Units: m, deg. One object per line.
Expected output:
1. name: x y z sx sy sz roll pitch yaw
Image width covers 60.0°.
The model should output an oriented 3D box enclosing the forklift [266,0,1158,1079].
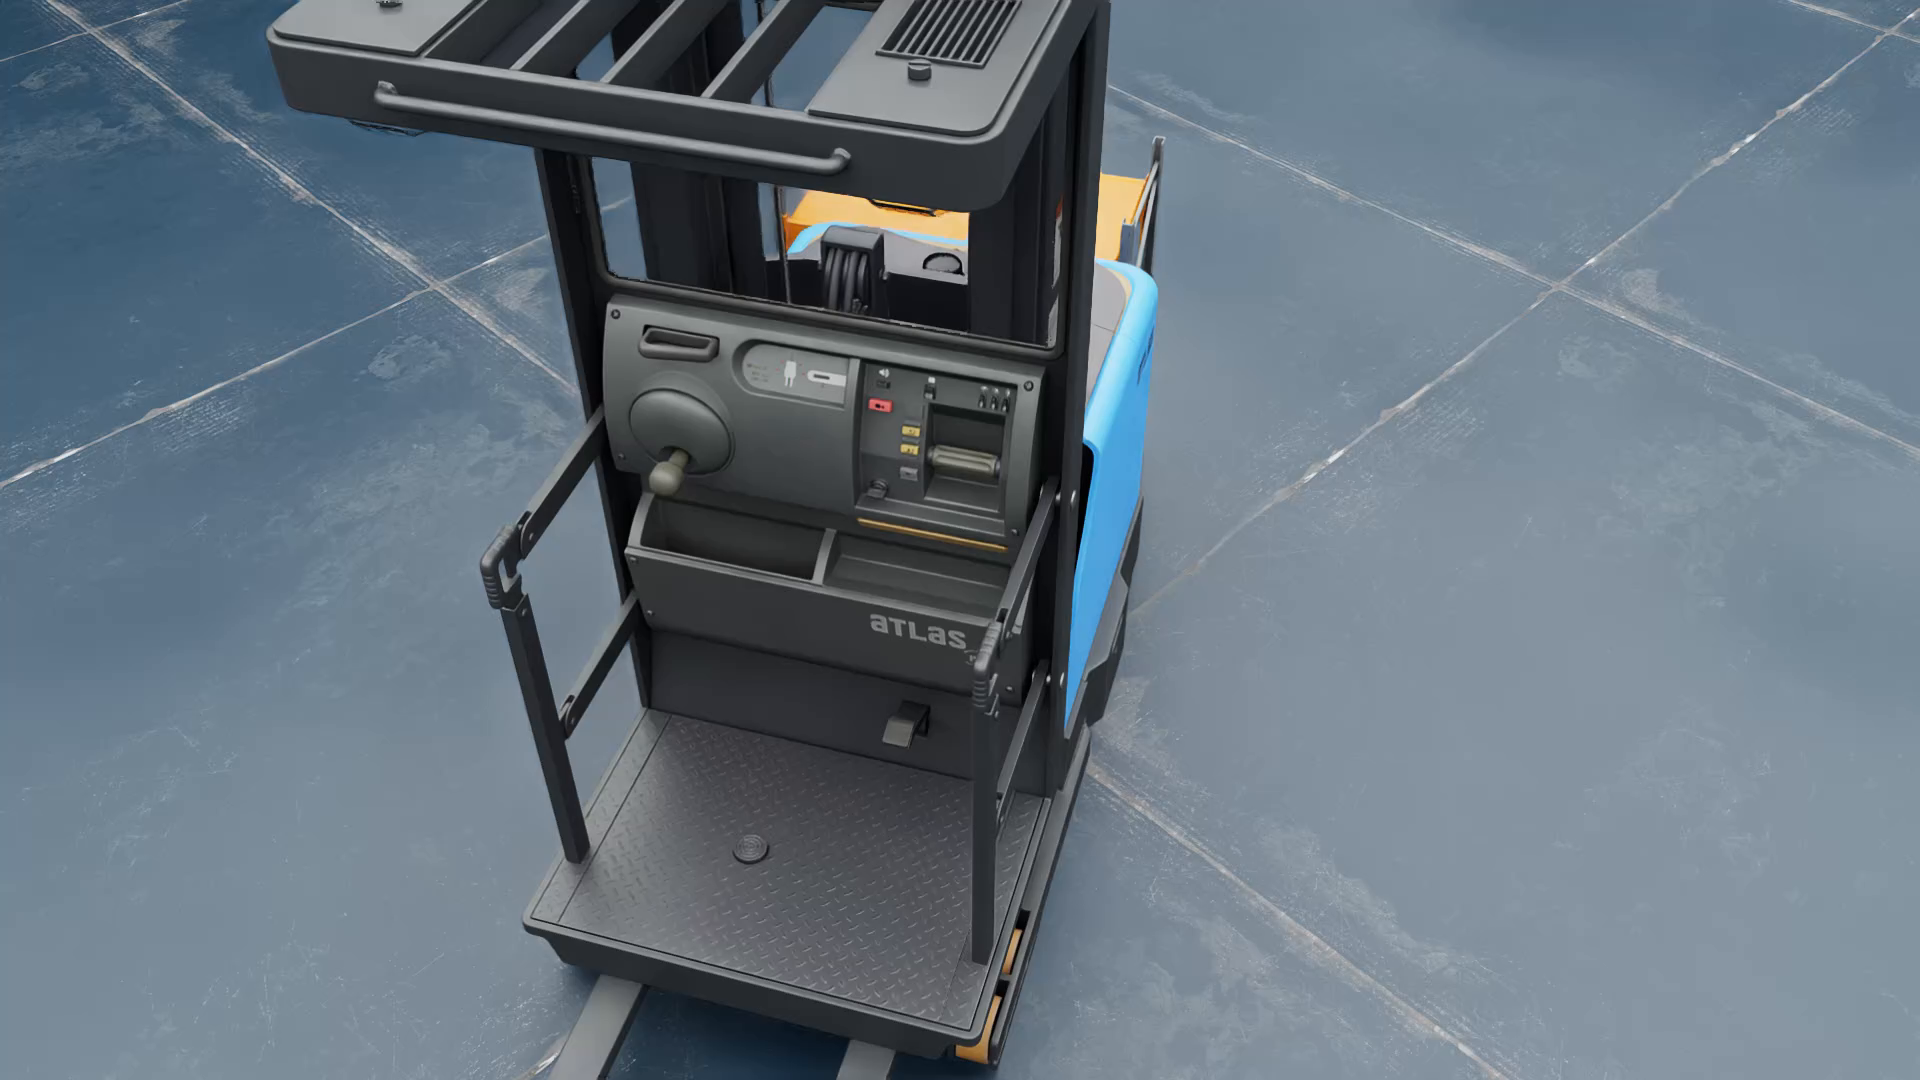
1. forklift: -0.352 -0.153 3.256 1.130 2.935 3.031 11 44 12

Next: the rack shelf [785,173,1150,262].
1. rack shelf: 0.031 -0.913 4.978 1.000 0.278 0.538 11 44 11

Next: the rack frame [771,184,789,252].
1. rack frame: -0.459 -0.791 5.277 0.032 1.125 0.500 11 44 11

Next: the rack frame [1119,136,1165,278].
1. rack frame: 0.520 -0.606 5.077 0.032 1.125 0.500 11 44 11

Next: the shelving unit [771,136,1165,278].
1. shelving unit: 0.031 -0.698 5.177 1.048 1.125 0.538 11 44 11
